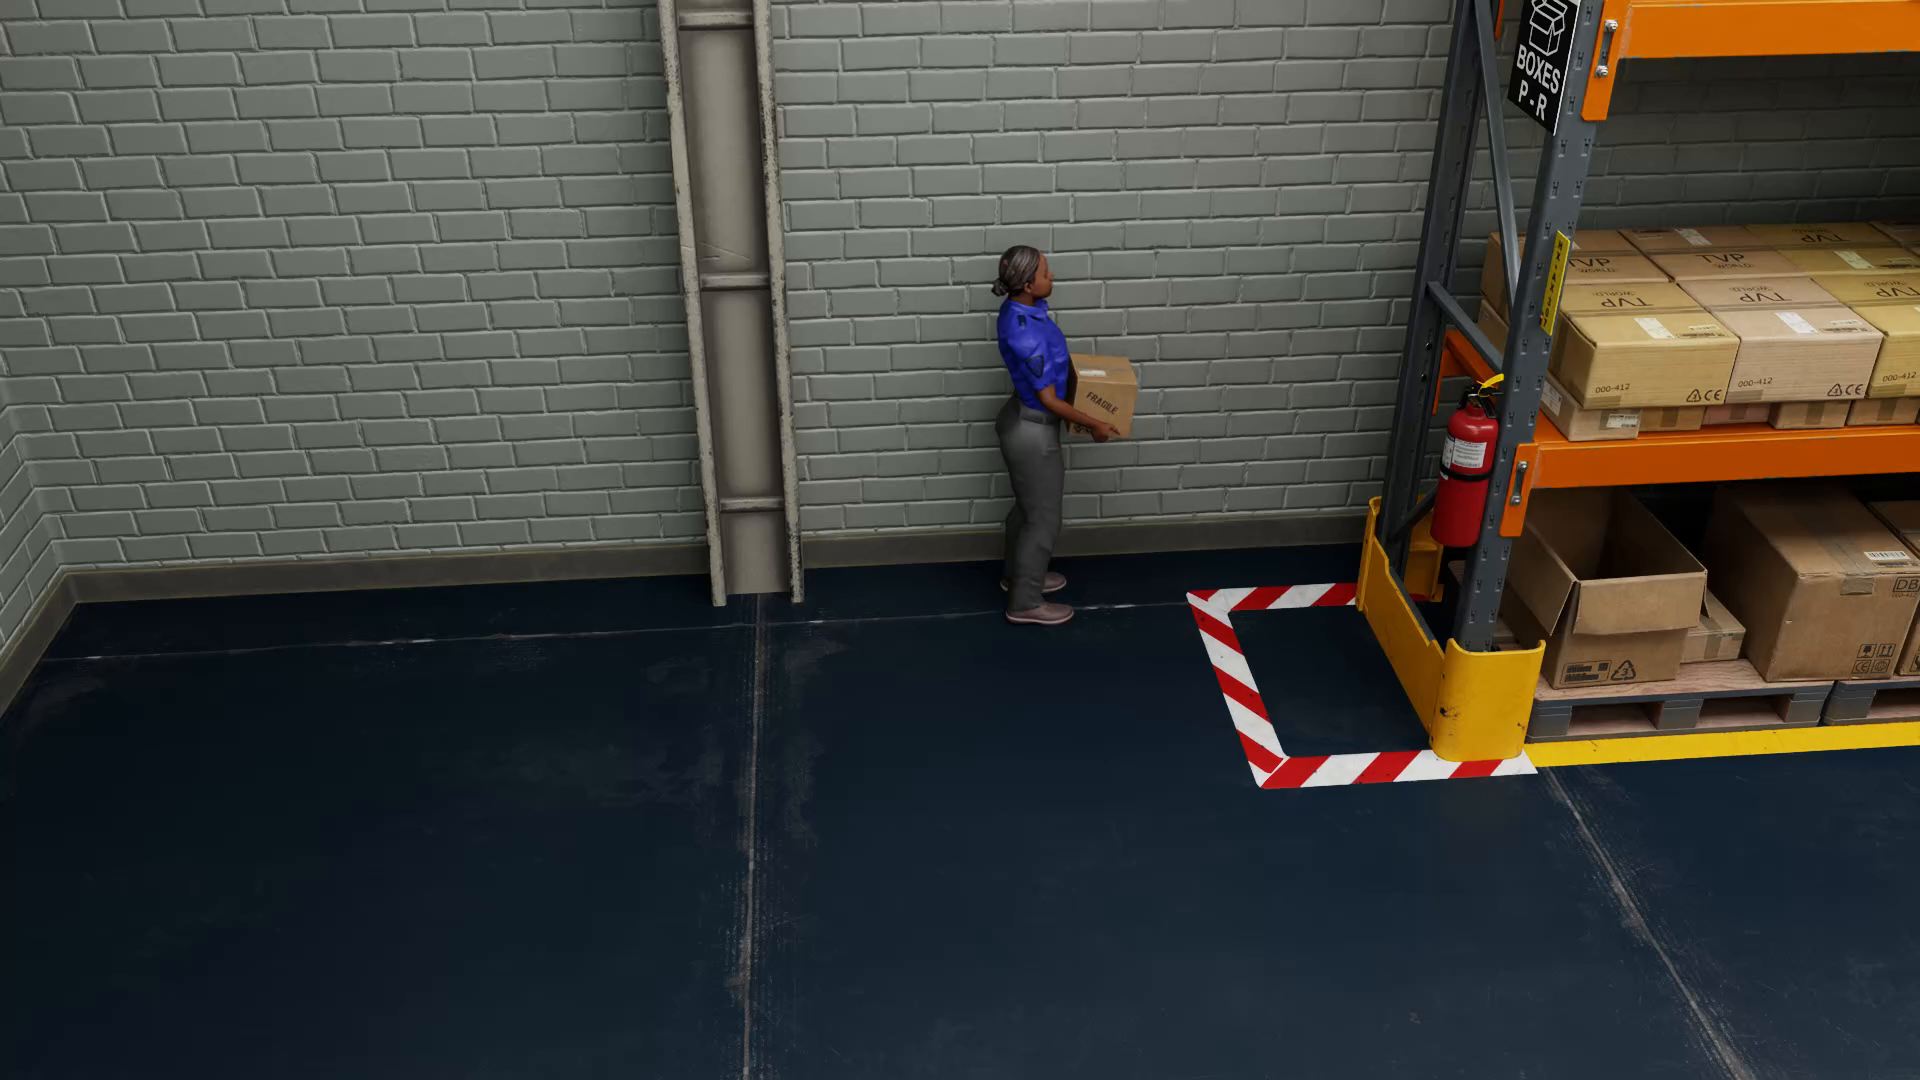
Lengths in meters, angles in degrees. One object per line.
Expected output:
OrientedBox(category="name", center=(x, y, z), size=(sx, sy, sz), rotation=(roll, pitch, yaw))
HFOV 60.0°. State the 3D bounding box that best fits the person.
OrientedBox(category="person", center=(0.381, -0.424, 6.859), size=(0.517, 1.634, 0.450), rotation=(-3, 31, -4))
